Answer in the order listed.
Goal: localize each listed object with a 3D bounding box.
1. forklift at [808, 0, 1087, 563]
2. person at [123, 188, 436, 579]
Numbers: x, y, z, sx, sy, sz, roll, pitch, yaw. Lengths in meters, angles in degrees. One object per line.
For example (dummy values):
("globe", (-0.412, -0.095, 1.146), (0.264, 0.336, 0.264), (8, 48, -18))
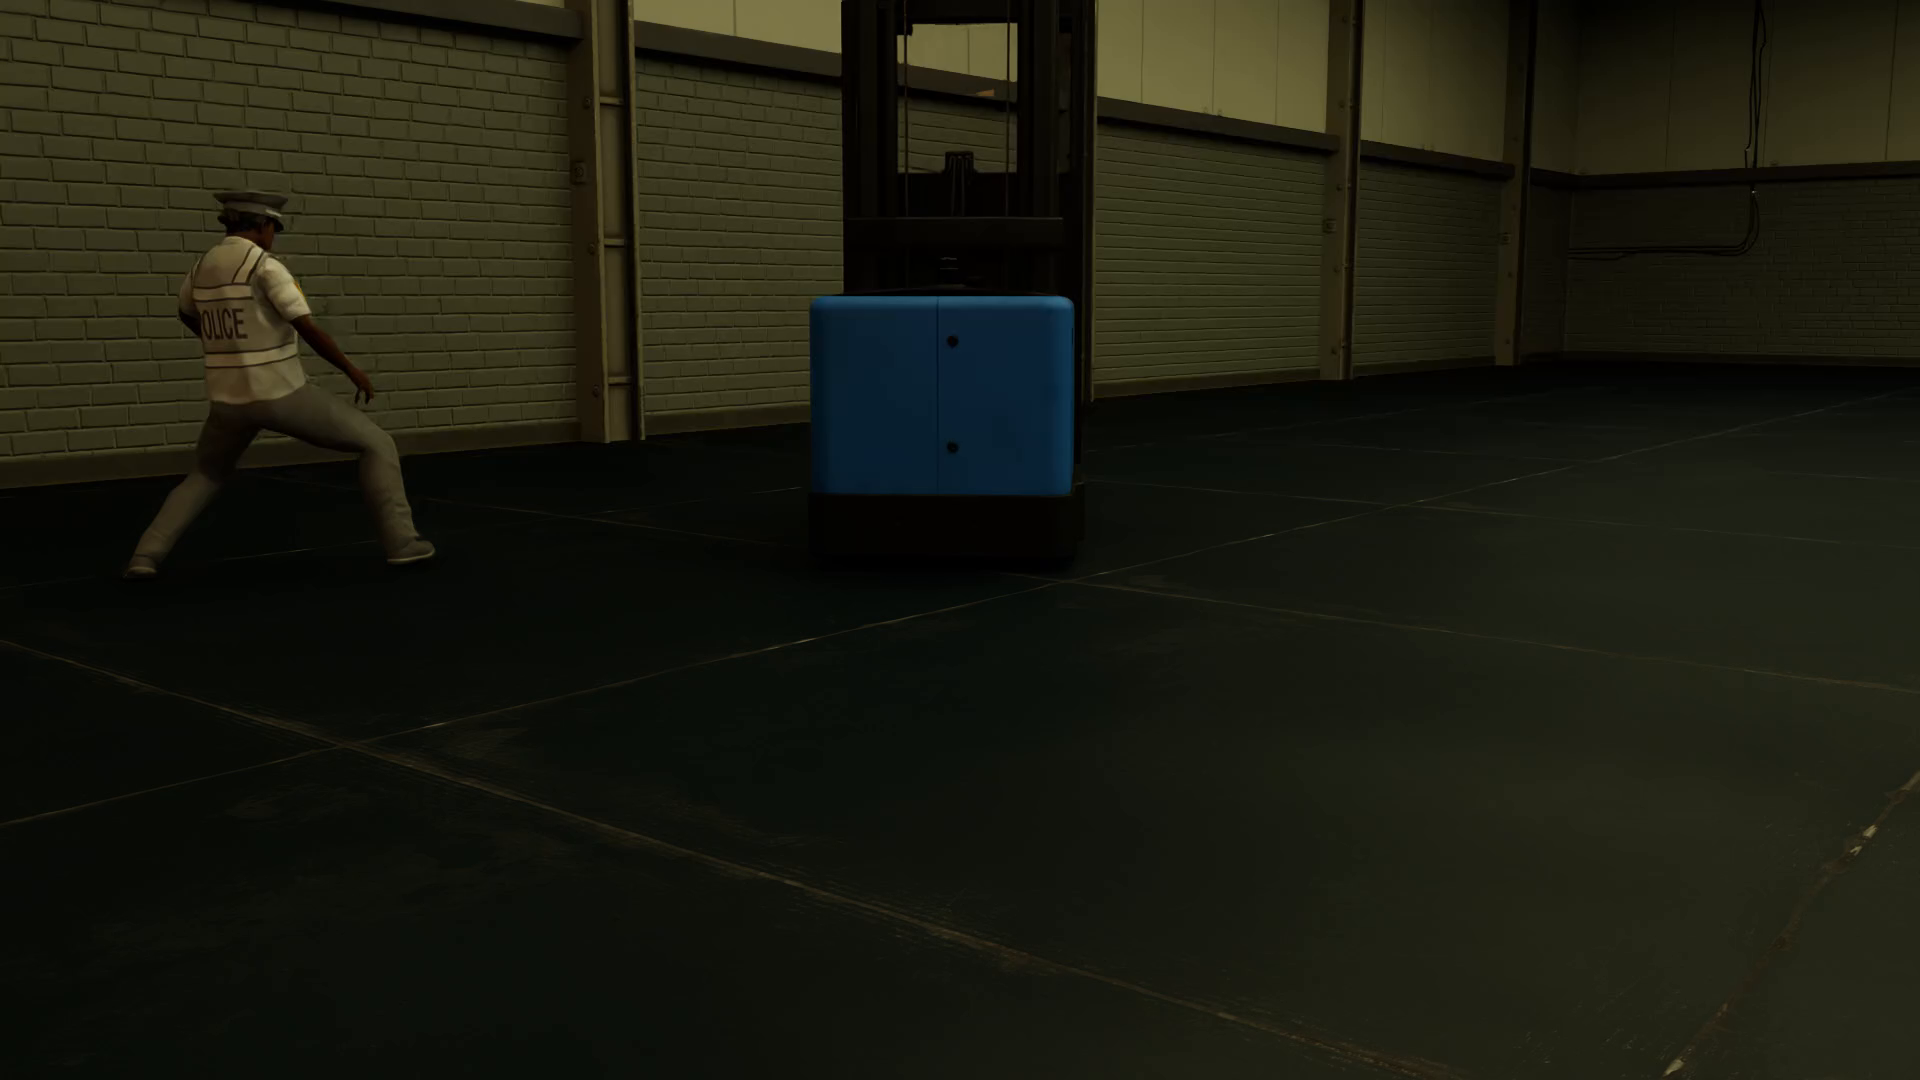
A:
("forklift", (0.036, -1.534, 7.764), (1.130, 2.935, 3.031), (1, 8, 5))
("person", (-2.687, -0.590, 6.468), (0.951, 1.520, 0.884), (4, 9, 24))
